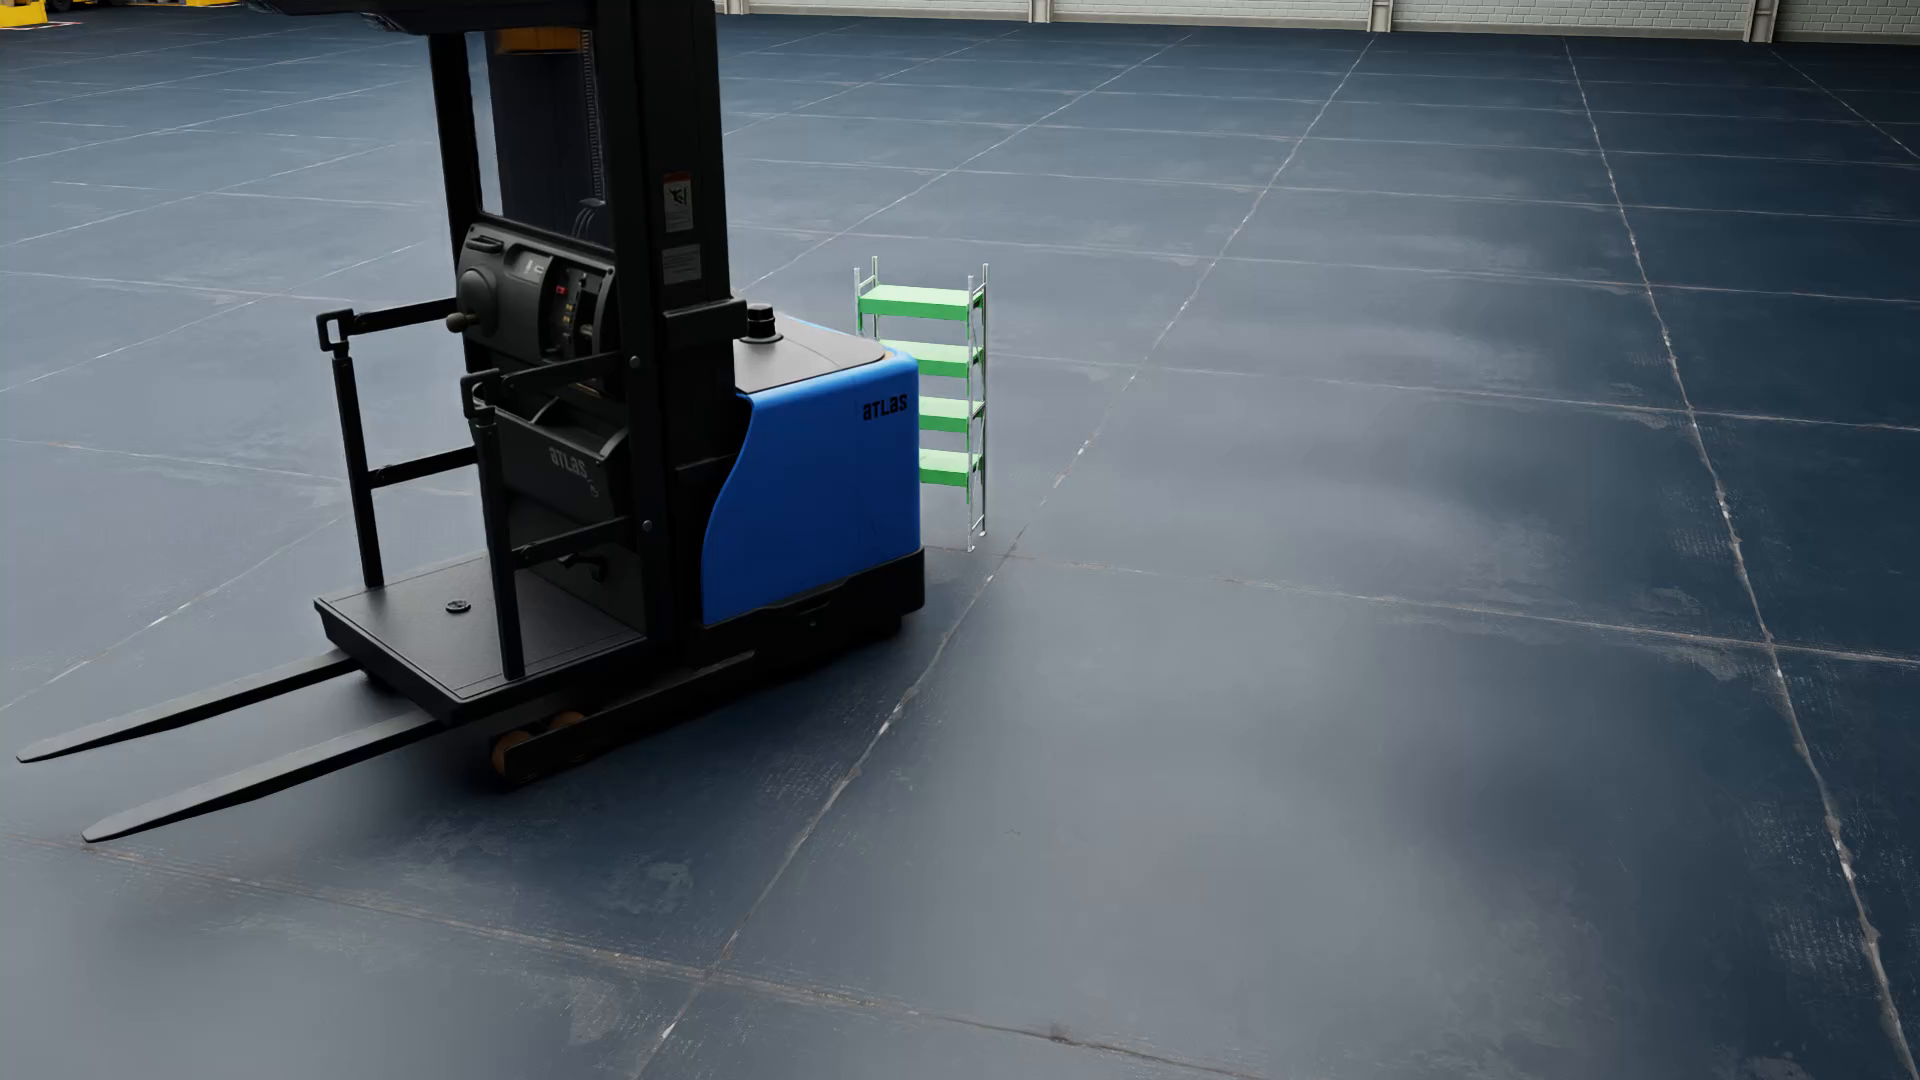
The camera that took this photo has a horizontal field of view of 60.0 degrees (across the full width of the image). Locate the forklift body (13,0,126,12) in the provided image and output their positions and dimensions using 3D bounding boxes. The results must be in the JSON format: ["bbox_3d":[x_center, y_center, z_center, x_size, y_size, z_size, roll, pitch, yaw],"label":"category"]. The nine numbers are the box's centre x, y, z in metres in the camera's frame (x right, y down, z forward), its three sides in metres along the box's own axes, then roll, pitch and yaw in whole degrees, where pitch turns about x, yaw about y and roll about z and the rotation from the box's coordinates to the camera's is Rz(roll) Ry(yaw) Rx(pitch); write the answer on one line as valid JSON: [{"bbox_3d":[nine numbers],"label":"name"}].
[{"bbox_3d":[-17.693,-11.535,32.556,1.214,2.155,2.313,7,23,16],"label":"forklift body"}]

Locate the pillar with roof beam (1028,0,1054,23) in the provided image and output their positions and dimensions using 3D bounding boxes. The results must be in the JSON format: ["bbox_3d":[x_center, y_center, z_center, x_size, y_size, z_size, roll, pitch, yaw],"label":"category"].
[{"bbox_3d":[0.232,-12.024,24.726,0.400,9.000,9.100,7,23,16],"label":"pillar with roof beam"}]

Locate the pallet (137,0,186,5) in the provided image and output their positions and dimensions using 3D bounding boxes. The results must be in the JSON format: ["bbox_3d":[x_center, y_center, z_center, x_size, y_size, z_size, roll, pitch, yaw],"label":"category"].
[{"bbox_3d":[-16.095,-11.161,34.200,1.213,0.211,1.003,7,23,16],"label":"pallet"}]

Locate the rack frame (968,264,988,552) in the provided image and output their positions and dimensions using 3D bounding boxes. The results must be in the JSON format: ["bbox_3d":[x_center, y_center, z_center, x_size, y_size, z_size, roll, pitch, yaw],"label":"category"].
[{"bbox_3d":[0.075,-0.547,7.021,0.015,1.200,0.240,7,23,16],"label":"rack frame"}]

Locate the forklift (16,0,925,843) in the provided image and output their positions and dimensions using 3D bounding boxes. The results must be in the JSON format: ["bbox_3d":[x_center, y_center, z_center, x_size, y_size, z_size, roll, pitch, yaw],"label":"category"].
[{"bbox_3d":[-1.556,-0.794,5.345,3.031,2.935,1.130,-20,29,-39],"label":"forklift"}]

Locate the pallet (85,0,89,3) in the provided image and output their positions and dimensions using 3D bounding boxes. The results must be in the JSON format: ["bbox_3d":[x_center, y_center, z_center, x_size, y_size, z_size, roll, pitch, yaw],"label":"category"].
[{"bbox_3d":[-18.431,-11.428,34.852,1.213,0.211,1.003,7,23,16],"label":"pallet"}]

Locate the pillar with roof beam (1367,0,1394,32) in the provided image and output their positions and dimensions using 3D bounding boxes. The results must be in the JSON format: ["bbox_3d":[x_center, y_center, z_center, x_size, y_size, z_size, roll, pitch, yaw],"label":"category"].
[{"bbox_3d":[5.976,-11.366,23.123,0.400,9.000,9.100,7,23,16],"label":"pillar with roof beam"}]

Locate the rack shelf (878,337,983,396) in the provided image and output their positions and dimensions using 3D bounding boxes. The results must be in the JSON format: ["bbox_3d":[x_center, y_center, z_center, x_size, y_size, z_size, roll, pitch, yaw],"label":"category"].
[{"bbox_3d":[-0.158,-0.736,7.020,0.480,0.148,0.258,7,23,16],"label":"rack shelf"}]

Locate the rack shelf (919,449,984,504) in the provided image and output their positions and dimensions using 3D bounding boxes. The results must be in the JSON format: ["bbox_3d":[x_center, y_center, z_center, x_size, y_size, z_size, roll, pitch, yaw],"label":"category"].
[{"bbox_3d":[-0.158,-0.292,7.202,0.480,0.148,0.258,7,23,16],"label":"rack shelf"}]

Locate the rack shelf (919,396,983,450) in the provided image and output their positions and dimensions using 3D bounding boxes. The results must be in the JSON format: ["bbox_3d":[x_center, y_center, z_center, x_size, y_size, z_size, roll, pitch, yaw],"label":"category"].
[{"bbox_3d":[-0.158,-0.514,7.111,0.480,0.148,0.258,7,23,16],"label":"rack shelf"}]

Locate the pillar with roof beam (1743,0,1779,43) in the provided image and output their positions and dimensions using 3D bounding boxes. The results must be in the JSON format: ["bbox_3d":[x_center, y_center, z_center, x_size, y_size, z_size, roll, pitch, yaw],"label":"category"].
[{"bbox_3d":[11.721,-10.709,21.519,0.400,9.000,9.100,7,23,16],"label":"pillar with roof beam"}]

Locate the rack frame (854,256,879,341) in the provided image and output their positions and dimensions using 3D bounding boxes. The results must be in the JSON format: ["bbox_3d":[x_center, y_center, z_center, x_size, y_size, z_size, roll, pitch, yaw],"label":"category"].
[{"bbox_3d":[-0.392,-0.600,7.152,0.015,1.200,0.240,7,23,16],"label":"rack frame"}]

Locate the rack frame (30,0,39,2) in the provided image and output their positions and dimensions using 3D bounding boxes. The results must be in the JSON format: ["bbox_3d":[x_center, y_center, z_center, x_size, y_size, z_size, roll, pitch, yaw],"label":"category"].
[{"bbox_3d":[-16.781,-10.578,29.106,0.127,3.000,1.000,7,23,16],"label":"rack frame"}]

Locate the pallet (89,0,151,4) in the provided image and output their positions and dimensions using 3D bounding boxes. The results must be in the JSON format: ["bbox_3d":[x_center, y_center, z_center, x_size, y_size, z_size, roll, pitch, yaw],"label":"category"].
[{"bbox_3d":[-17.259,-11.295,34.528,1.213,0.211,1.003,7,23,15],"label":"pallet"}]

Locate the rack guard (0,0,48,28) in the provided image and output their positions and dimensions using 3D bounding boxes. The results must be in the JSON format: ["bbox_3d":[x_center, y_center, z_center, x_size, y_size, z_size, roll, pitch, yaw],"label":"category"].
[{"bbox_3d":[-16.854,-9.430,29.601,0.348,0.500,1.175,7,23,16],"label":"rack guard"}]

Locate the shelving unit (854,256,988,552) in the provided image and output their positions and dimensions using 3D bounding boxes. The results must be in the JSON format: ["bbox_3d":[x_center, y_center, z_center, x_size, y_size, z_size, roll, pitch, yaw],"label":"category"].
[{"bbox_3d":[-0.158,-0.573,7.087,0.503,1.200,0.258,7,23,16],"label":"shelving unit"}]

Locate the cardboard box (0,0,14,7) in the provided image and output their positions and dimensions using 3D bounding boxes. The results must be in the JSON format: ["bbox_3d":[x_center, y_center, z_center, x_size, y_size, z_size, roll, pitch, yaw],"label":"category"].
[{"bbox_3d":[-17.473,-9.689,30.009,0.500,0.250,0.500,6,23,15],"label":"cardboard box"}]

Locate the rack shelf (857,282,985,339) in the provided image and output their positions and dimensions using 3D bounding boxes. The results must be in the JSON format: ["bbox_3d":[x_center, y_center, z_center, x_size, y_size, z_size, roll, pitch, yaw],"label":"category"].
[{"bbox_3d":[-0.158,-0.958,6.929,0.480,0.148,0.258,7,23,16],"label":"rack shelf"}]

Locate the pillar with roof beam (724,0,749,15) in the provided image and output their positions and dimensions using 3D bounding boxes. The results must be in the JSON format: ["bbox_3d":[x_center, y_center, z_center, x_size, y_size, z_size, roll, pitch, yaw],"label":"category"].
[{"bbox_3d":[-5.512,-12.682,26.329,0.400,9.000,9.100,7,23,16],"label":"pillar with roof beam"}]

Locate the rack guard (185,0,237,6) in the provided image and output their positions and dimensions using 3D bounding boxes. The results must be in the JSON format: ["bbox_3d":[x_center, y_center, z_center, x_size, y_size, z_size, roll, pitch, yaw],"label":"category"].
[{"bbox_3d":[-15.328,-11.223,33.972,0.348,0.500,1.175,7,23,16],"label":"rack guard"}]
